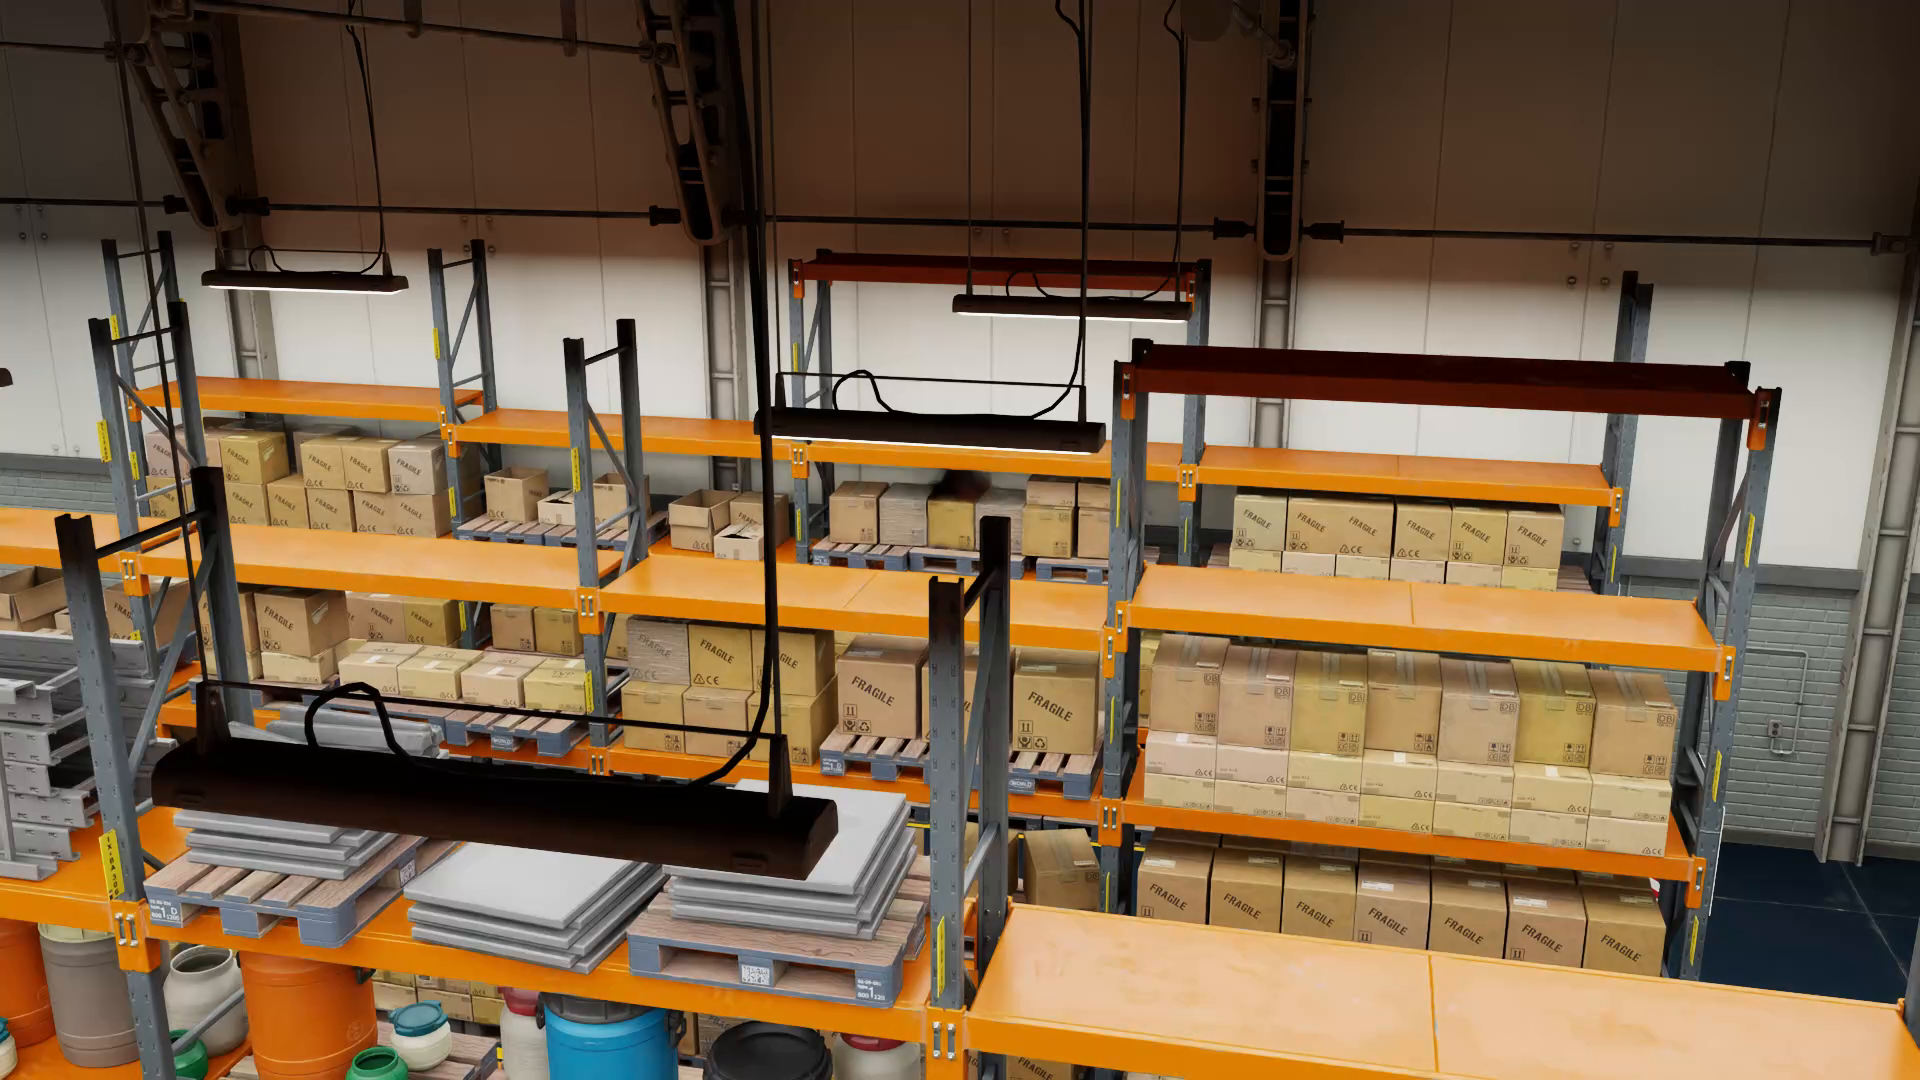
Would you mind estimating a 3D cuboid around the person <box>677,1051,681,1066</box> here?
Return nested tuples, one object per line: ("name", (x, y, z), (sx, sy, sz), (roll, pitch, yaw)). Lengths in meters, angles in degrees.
("person", (-2.224, 3.997, 11.602), (0.596, 1.821, 0.418), (-6, 17, -20))
